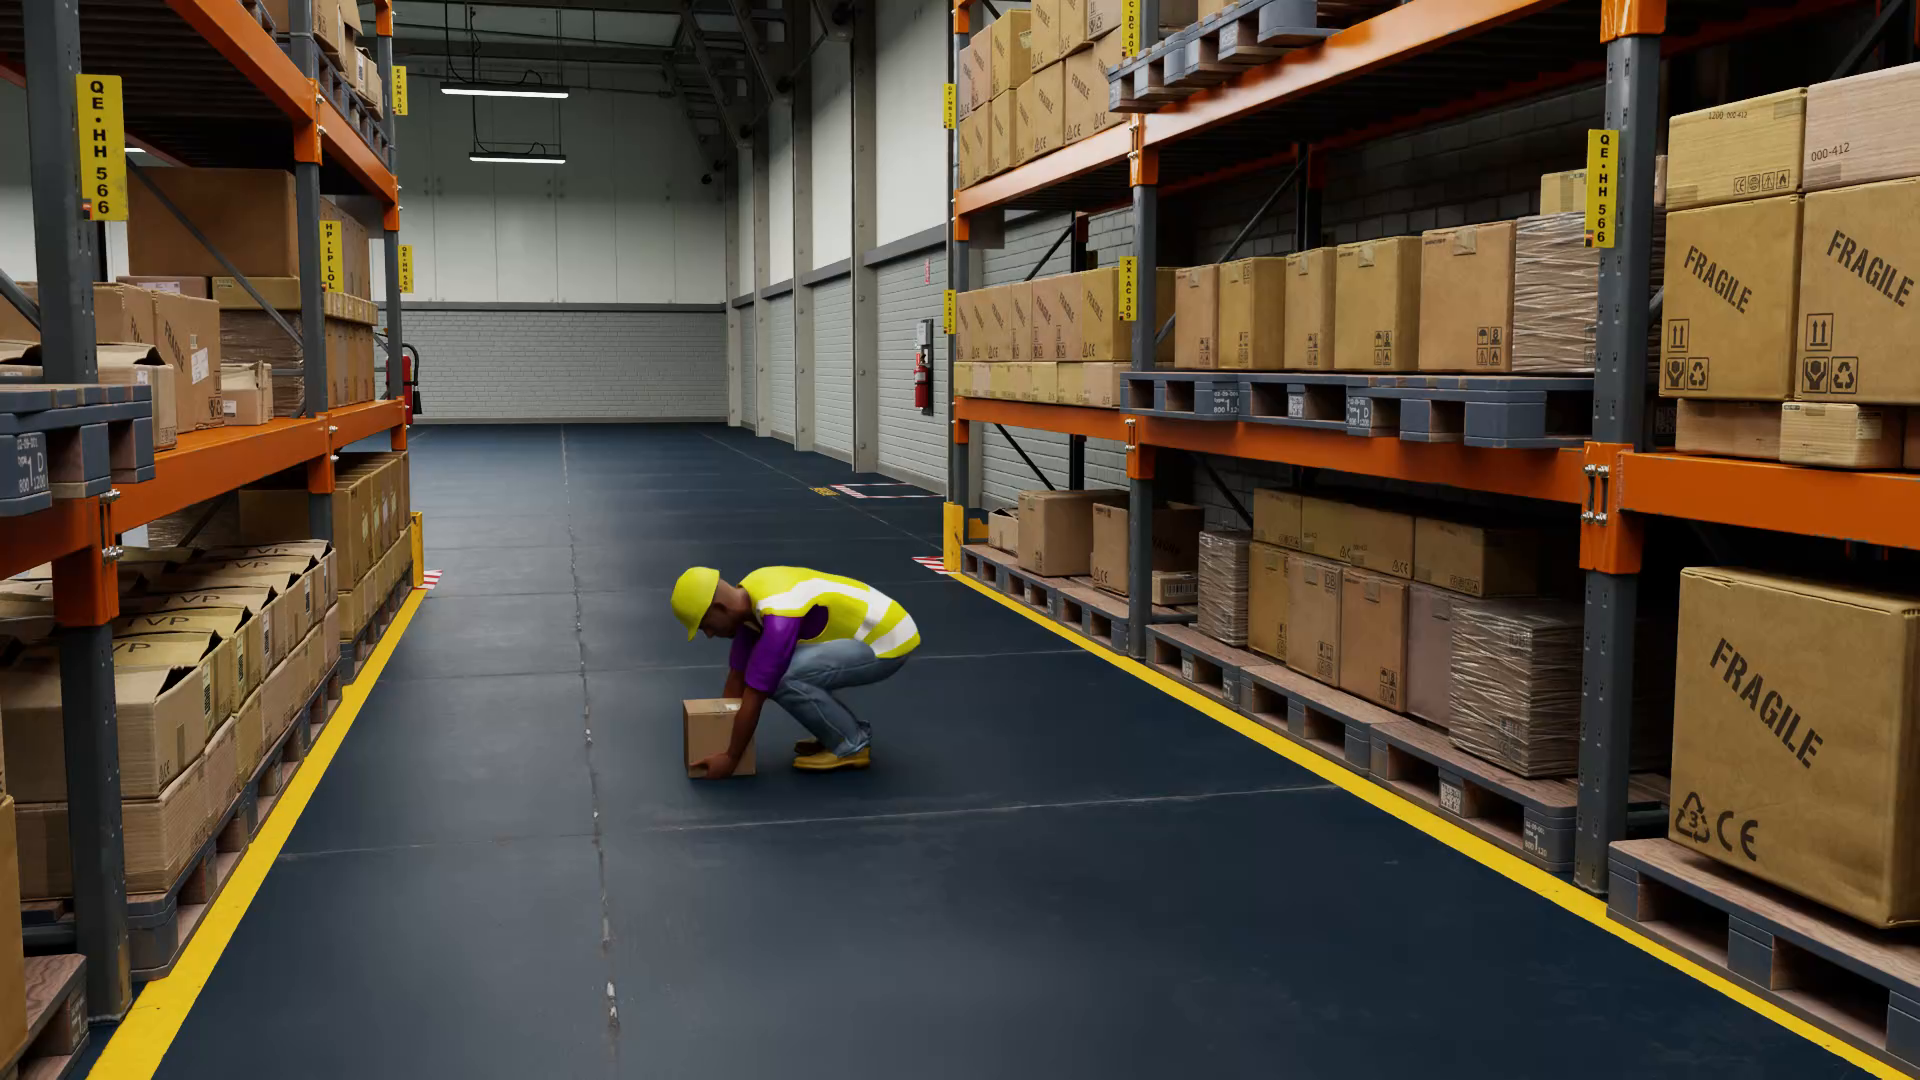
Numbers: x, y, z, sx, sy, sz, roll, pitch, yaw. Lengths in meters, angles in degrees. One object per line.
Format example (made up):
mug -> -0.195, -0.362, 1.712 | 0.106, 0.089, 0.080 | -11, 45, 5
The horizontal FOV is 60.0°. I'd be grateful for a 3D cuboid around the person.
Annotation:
person -> -0.628, 0.501, 6.409 | 0.953, 0.830, 0.531 | -2, 6, -15
